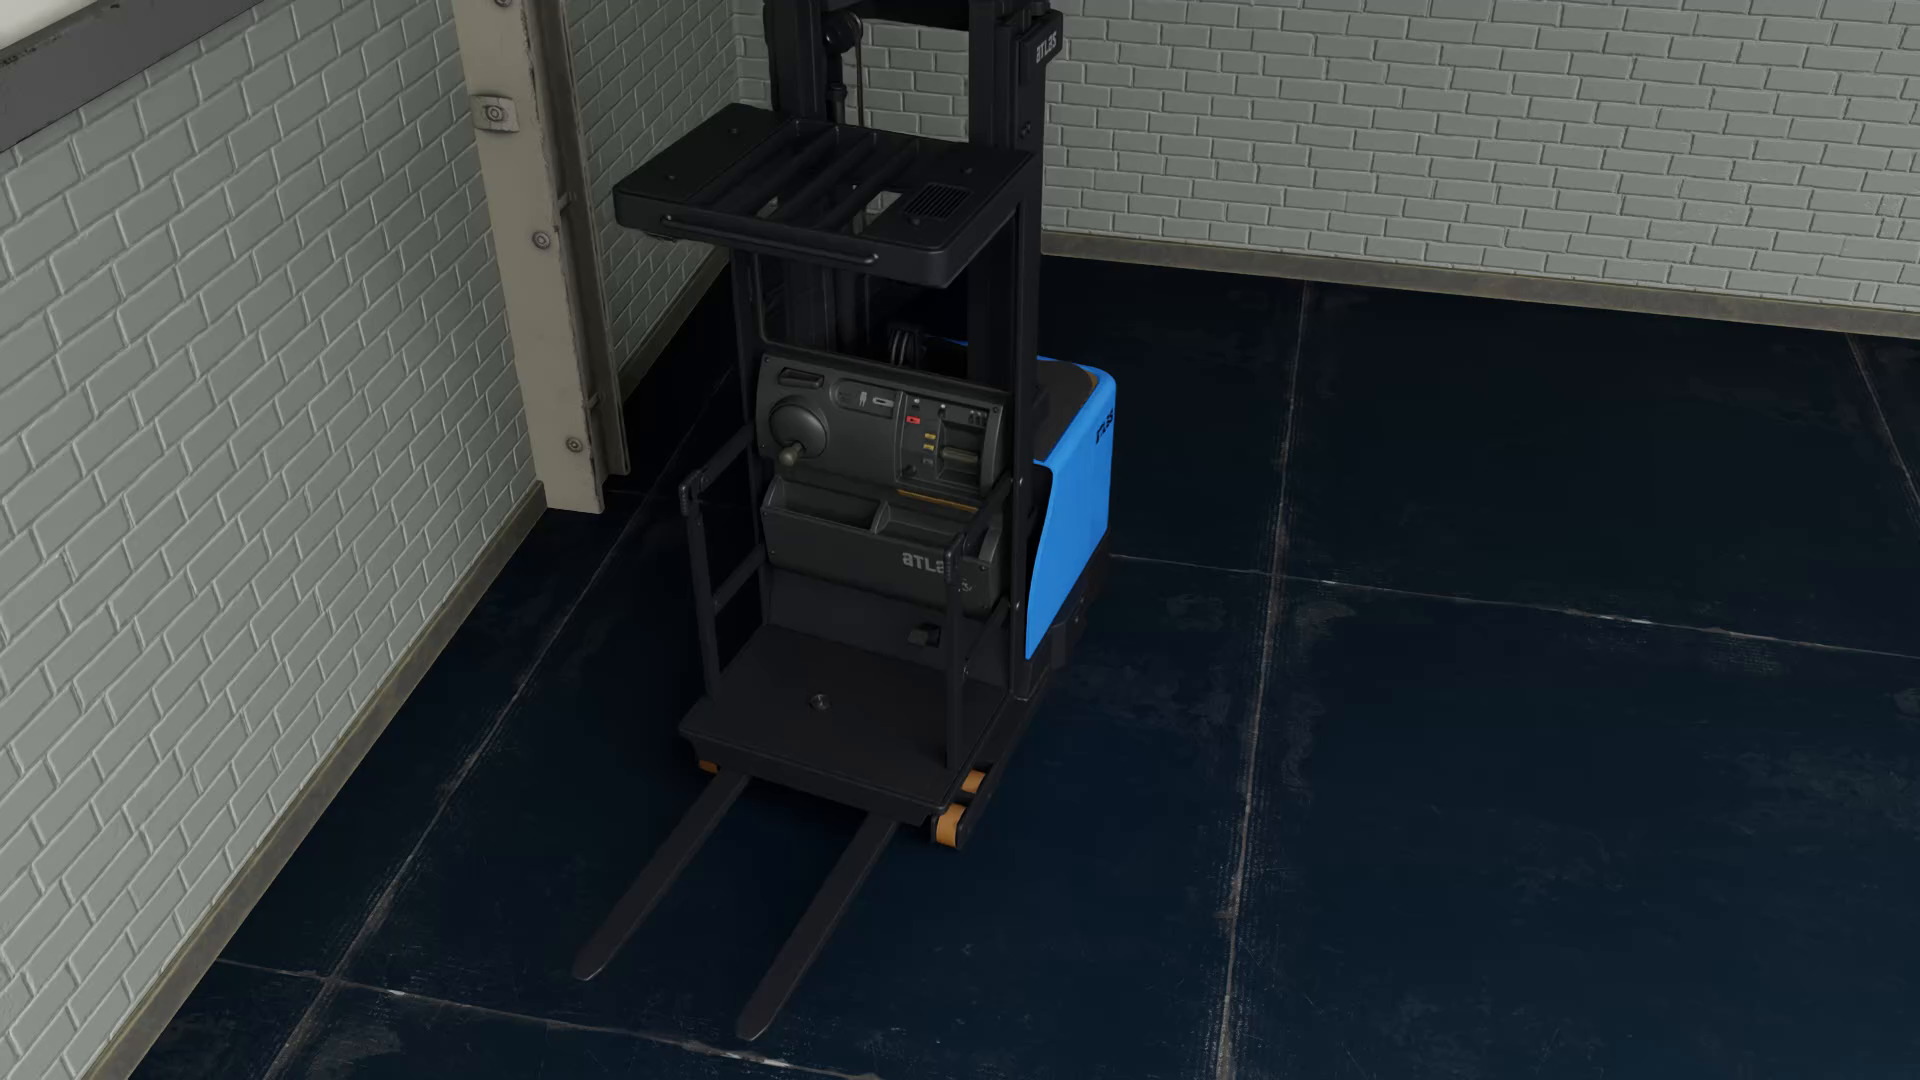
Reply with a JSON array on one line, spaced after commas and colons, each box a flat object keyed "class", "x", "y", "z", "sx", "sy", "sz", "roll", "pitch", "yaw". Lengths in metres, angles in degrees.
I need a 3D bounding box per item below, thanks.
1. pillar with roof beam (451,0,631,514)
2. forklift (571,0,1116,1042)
[{"class": "pillar with roof beam", "x": 2.387, "y": -3.361, "z": 4.719, "sx": 9.100, "sy": 9.000, "sz": 0.400, "roll": 7, "pitch": 37, "yaw": 10}, {"class": "forklift", "x": -0.374, "y": -0.332, "z": 5.710, "sx": 1.130, "sy": 2.935, "sz": 3.031, "roll": 14, "pitch": 38, "yaw": 18}]
